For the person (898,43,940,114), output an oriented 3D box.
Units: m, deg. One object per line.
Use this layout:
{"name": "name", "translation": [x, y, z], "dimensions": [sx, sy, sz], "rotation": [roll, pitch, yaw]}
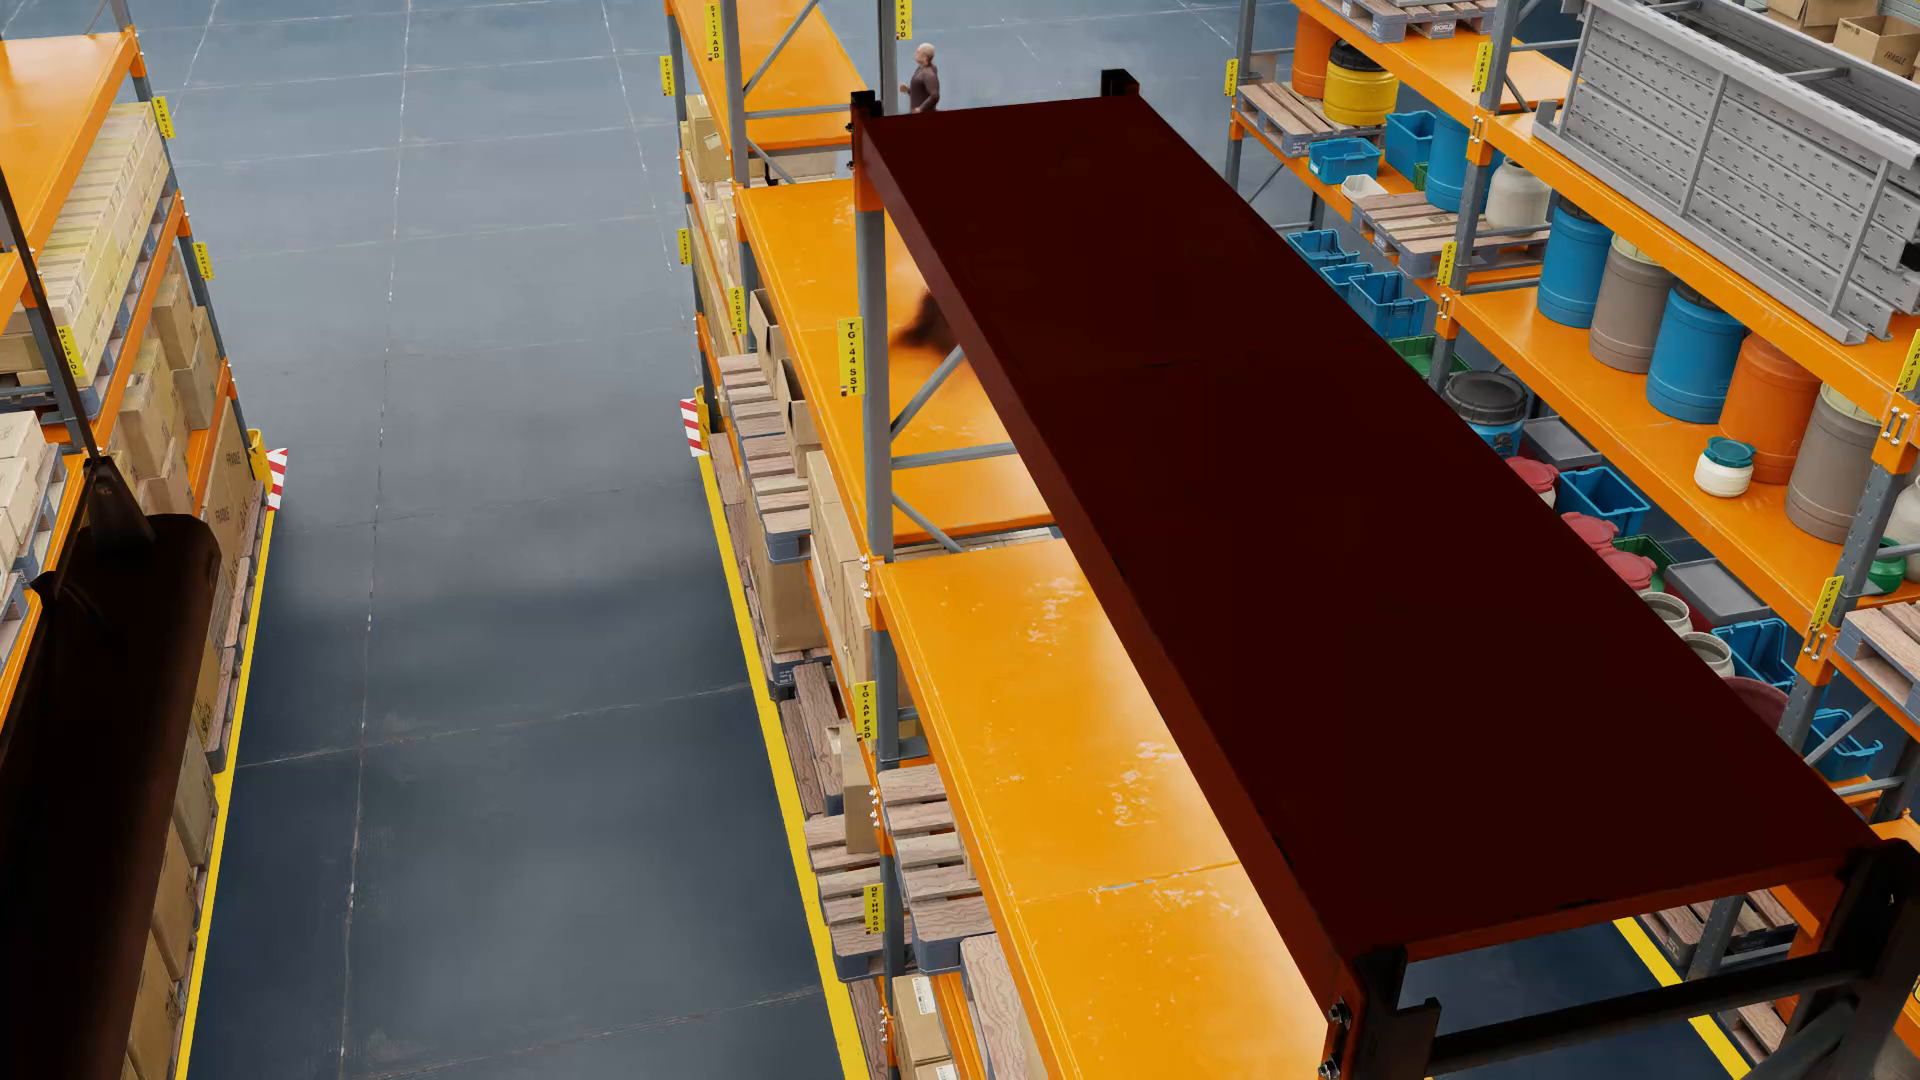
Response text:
{"name": "person", "translation": [-0.505, -5.081, 19.960], "dimensions": [0.672, 1.762, 0.694], "rotation": [6, 35, 9]}
